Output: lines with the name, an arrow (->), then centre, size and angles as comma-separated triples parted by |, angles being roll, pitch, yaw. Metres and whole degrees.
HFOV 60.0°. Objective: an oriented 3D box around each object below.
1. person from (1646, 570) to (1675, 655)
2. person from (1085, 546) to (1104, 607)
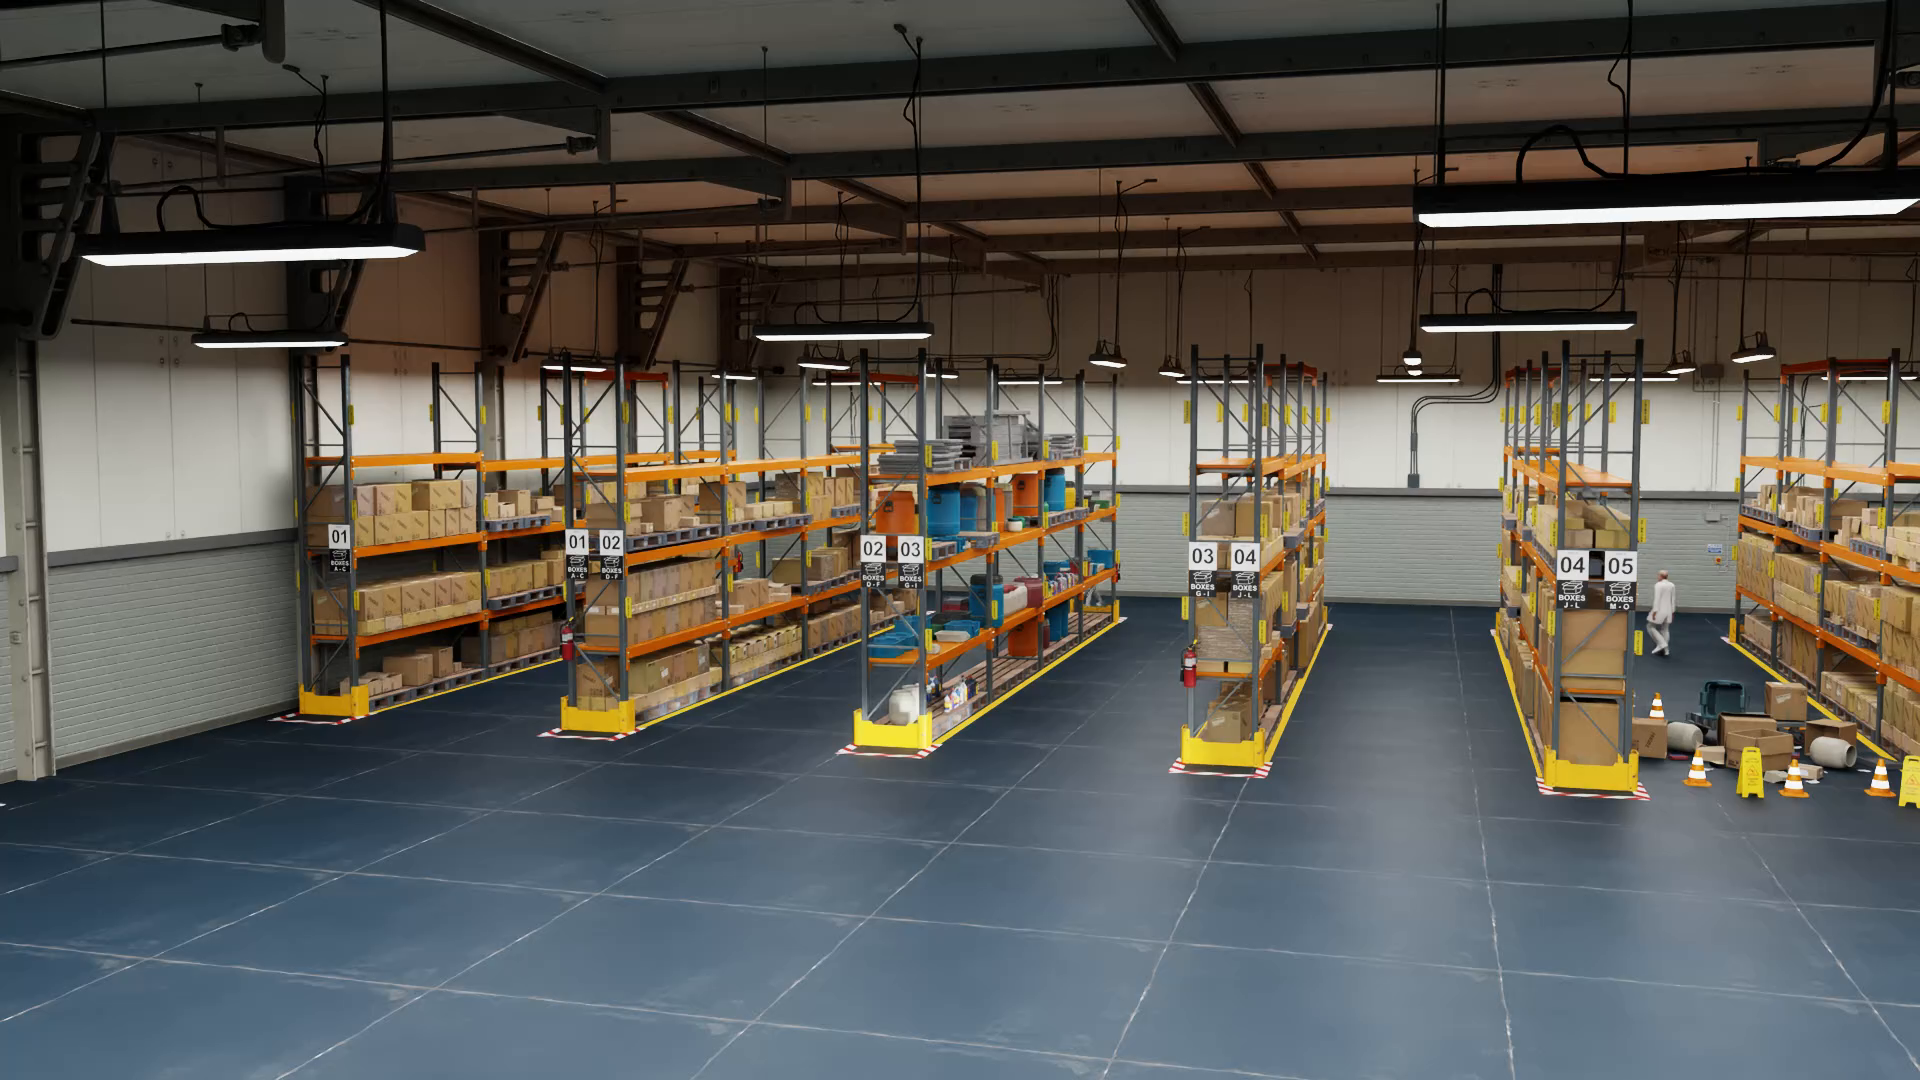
person -> 14.690, 1.508, 34.727 | 0.638, 1.779, 0.539 | -2, 5, -26
person -> 3.407, 0.964, 42.777 | 1.060, 1.620, 0.487 | -4, 6, -44
